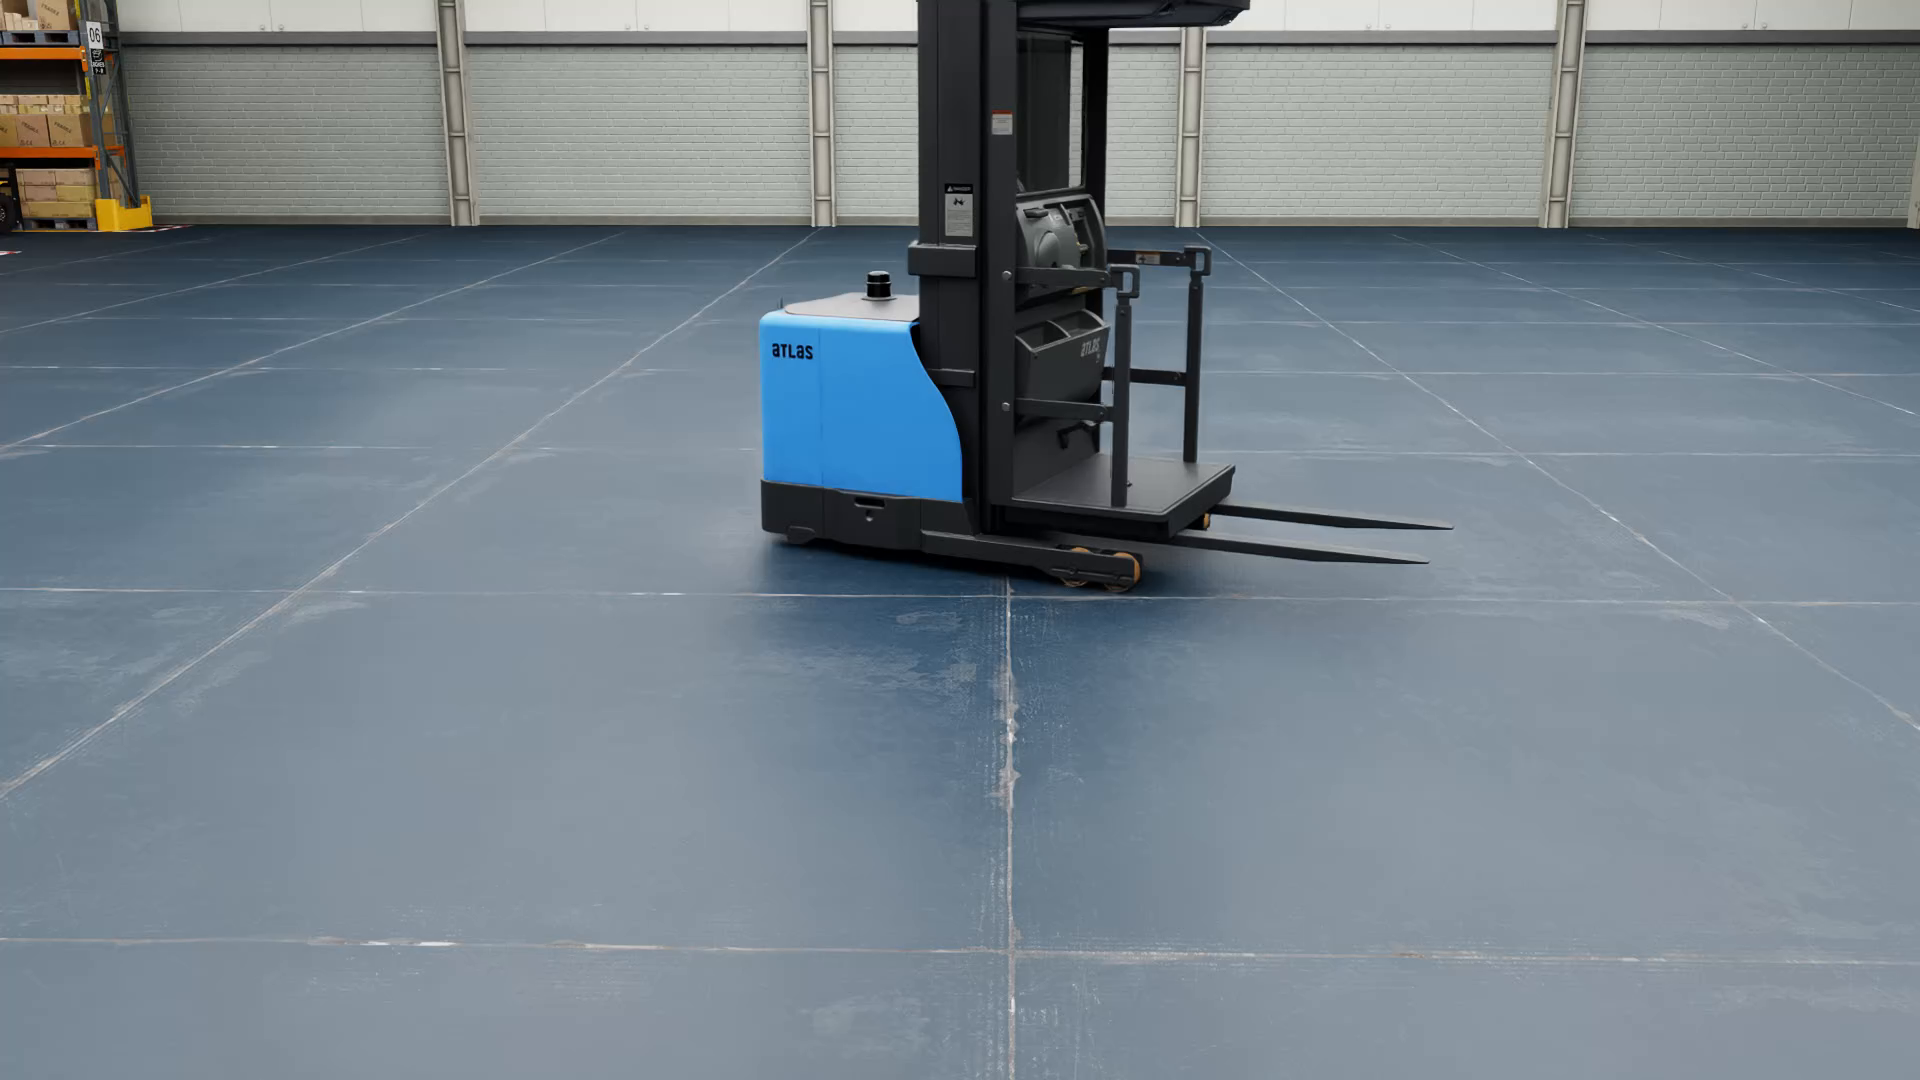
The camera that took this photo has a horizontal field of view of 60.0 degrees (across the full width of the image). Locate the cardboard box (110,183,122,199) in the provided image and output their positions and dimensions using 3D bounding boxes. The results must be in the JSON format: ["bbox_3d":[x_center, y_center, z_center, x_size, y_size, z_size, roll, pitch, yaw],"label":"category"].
[{"bbox_3d":[-14.041,-5.685,27.093,0.500,0.250,0.500,1,15,2],"label":"cardboard box"}]

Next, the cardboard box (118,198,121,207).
[{"bbox_3d":[-14.062,-5.440,27.146,0.500,0.250,0.500,0,15,2],"label":"cardboard box"}]

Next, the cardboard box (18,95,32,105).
[{"bbox_3d":[-14.696,-6.977,26.353,0.250,0.149,0.380,0,15,2],"label":"cardboard box"}]

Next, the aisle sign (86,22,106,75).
[{"bbox_3d":[-13.518,-7.695,26.030,0.004,0.787,0.394,0,15,1],"label":"aisle sign"}]

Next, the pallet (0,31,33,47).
[{"bbox_3d":[-15.505,-7.939,26.346,1.213,0.211,1.003,0,15,1],"label":"pallet"}]

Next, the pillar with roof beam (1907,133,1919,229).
[{"bbox_3d":[15.631,-8.355,21.868,0.400,9.000,9.100,0,15,1],"label":"pillar with roof beam"}]

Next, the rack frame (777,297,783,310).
[{"bbox_3d":[-0.894,-0.688,8.390,0.008,1.050,0.200,0,15,-1],"label":"rack frame"}]

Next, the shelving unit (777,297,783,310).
[{"bbox_3d":[-0.772,-0.688,8.391,0.252,1.050,0.215,0,15,-1],"label":"shelving unit"}]

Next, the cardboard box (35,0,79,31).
[{"bbox_3d":[-14.025,-8.204,25.961,0.500,0.500,0.500,1,15,3],"label":"cardboard box"}]

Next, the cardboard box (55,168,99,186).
[{"bbox_3d":[-14.045,-5.794,26.527,0.500,0.250,0.500,1,15,3],"label":"cardboard box"}]

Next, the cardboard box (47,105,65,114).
[{"bbox_3d":[-14.186,-6.800,26.267,0.250,0.149,0.380,1,15,2],"label":"cardboard box"}]

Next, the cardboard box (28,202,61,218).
[{"bbox_3d":[-14.551,-5.315,26.672,0.500,0.250,0.500,0,15,1],"label":"cardboard box"}]

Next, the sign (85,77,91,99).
[{"bbox_3d":[-13.604,-7.049,25.945,0.005,0.325,0.100,0,15,1],"label":"sign"}]

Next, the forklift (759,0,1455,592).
[{"bbox_3d":[0.632,-1.351,7.216,3.031,2.935,1.130,7,16,24],"label":"forklift"}]

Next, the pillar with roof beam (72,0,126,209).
[{"bbox_3d":[-14.359,-8.551,22.609,0.400,9.000,9.100,0,15,1],"label":"pillar with roof beam"}]

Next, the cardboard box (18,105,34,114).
[{"bbox_3d":[-14.692,-6.822,26.350,0.250,0.149,0.380,0,15,1],"label":"cardboard box"}]

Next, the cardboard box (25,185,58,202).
[{"bbox_3d":[-14.572,-5.558,26.613,0.500,0.250,0.500,0,15,1],"label":"cardboard box"}]

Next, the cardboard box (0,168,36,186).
[{"bbox_3d":[-15.060,-5.796,26.537,0.500,0.250,0.500,1,15,2],"label":"cardboard box"}]

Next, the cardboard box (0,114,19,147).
[{"bbox_3d":[-15.106,-6.507,26.427,0.500,0.500,0.500,0,15,0],"label":"cardboard box"}]

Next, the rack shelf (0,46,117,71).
[{"bbox_3d":[-15.576,-7.629,26.406,4.000,0.370,1.077,0,15,1],"label":"rack shelf"}]

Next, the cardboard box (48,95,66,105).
[{"bbox_3d":[-14.187,-6.961,26.295,0.250,0.149,0.380,0,15,2],"label":"cardboard box"}]

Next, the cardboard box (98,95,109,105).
[{"bbox_3d":[-13.907,-7.076,26.729,0.250,0.149,0.380,0,15,0],"label":"cardboard box"}]

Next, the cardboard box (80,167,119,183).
[{"bbox_3d":[-14.052,-5.922,27.012,0.500,0.250,0.500,0,15,1],"label":"cardboard box"}]

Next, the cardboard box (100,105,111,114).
[{"bbox_3d":[-13.909,-6.944,26.811,0.250,0.149,0.380,0,15,0],"label":"cardboard box"}]

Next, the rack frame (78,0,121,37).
[{"bbox_3d":[-13.576,-9.414,25.882,0.127,3.000,1.000,0,15,1],"label":"rack frame"}]

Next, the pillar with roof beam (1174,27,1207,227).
[{"bbox_3d":[3.635,-8.433,22.165,0.400,9.000,9.100,0,15,1],"label":"pillar with roof beam"}]

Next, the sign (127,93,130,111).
[{"bbox_3d":[-13.556,-7.112,27.063,0.005,0.325,0.100,0,15,1],"label":"sign"}]

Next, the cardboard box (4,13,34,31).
[{"bbox_3d":[-14.666,-8.080,25.949,0.258,0.266,0.396,0,15,2],"label":"cardboard box"}]

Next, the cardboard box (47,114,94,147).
[{"bbox_3d":[-14.075,-6.498,26.393,0.500,0.500,0.500,0,15,0],"label":"cardboard box"}]

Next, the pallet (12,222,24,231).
[{"bbox_3d":[-15.558,-5.168,27.014,1.213,0.211,1.003,0,15,1],"label":"pallet"}]
